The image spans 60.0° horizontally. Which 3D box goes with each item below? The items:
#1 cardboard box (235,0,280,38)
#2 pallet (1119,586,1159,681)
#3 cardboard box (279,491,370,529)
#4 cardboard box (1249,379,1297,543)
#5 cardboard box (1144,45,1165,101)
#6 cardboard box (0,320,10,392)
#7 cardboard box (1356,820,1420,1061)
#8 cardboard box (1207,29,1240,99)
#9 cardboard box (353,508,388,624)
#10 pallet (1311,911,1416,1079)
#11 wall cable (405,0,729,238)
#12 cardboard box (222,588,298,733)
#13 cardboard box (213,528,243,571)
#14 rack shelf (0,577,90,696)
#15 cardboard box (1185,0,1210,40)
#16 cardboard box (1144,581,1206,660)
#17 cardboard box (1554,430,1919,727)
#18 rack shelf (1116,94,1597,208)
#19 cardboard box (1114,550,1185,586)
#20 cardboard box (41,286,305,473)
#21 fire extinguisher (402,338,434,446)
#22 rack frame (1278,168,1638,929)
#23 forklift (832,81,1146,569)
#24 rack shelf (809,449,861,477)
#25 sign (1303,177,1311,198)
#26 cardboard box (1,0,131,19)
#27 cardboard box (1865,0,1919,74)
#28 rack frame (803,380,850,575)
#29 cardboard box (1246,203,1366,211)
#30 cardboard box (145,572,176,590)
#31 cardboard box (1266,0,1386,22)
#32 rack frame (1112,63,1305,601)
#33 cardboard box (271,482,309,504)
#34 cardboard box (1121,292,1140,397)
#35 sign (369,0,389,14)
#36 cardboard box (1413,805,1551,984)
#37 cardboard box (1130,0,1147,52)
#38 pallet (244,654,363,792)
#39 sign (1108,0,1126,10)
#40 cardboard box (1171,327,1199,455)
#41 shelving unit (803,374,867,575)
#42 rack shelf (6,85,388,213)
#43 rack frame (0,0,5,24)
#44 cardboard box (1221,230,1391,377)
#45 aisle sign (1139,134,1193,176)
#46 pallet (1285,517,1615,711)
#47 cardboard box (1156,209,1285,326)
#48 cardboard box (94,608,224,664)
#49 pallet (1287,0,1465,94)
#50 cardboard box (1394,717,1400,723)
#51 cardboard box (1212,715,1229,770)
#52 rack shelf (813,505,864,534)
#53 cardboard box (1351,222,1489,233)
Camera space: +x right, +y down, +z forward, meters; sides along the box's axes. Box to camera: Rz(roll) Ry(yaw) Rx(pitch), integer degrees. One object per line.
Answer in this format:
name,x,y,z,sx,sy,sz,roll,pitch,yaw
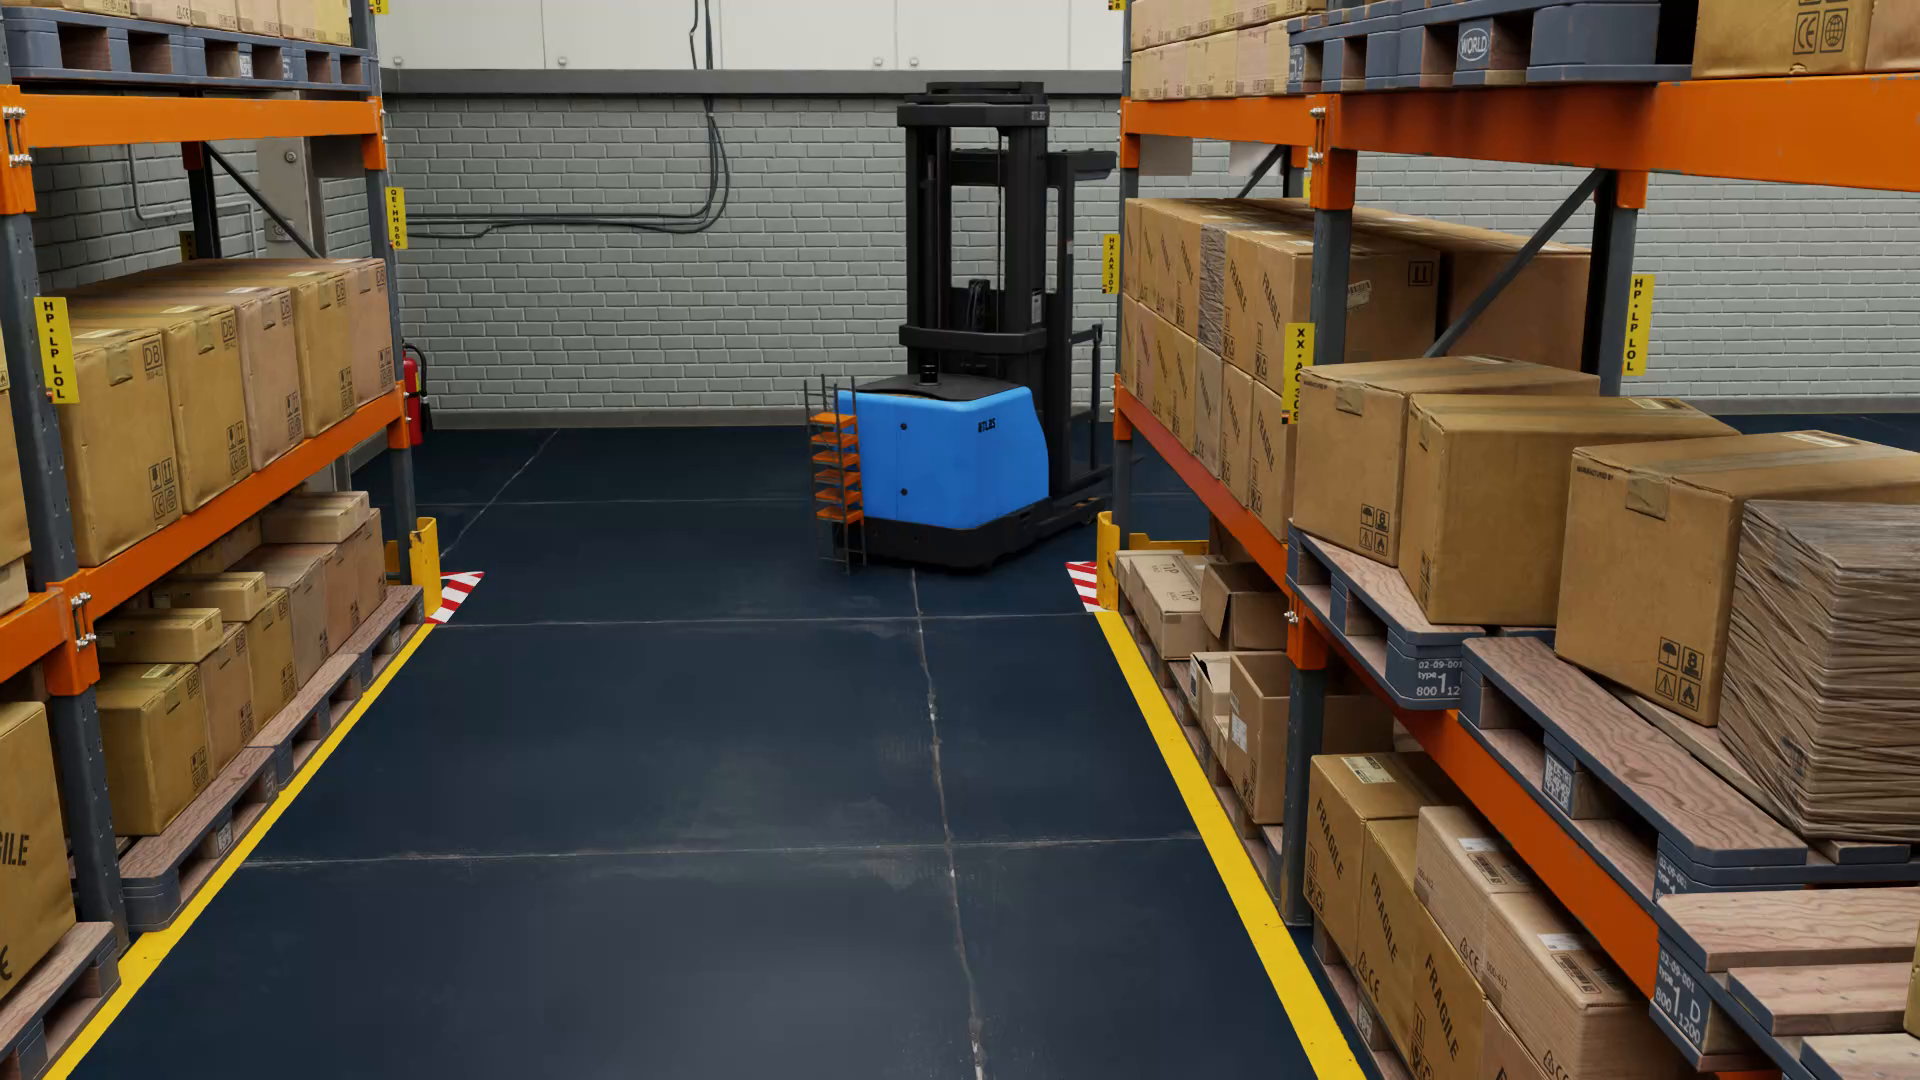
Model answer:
cardboard box,-3.181,-2.237,6.939,0.500,0.250,0.500,-1,14,-5
pallet,1.437,0.448,8.861,1.003,0.211,1.213,-1,14,-3
cardboard box,-3.229,-0.147,8.451,0.380,0.149,0.250,-1,14,-4
cardboard box,1.343,-0.293,5.946,0.500,0.500,0.500,-1,14,-3
cardboard box,1.178,-2.243,8.006,0.500,0.250,0.500,-1,14,-3
cardboard box,-3.030,-0.500,4.608,0.500,0.250,0.500,-1,14,-2
cardboard box,1.461,1.129,4.750,0.500,0.500,0.500,-1,14,-3
cardboard box,1.274,-1.870,6.557,0.500,0.250,0.500,-1,14,-3
cardboard box,-3.419,0.138,8.645,0.700,0.500,0.500,-1,14,-3
pallet,1.718,1.428,5.054,1.003,0.211,1.213,-1,14,-3
wall cable,-3.555,-3.856,14.184,3.097,2.526,0.112,-1,14,-3
cardboard box,-3.315,0.520,7.160,0.700,0.500,0.500,-1,14,-2
cardboard box,-3.562,0.047,7.696,0.380,0.149,0.250,-1,14,-3
rack shelf,-3.190,0.799,3.346,1.077,0.370,4.000,-1,14,-3
cardboard box,1.242,-2.237,6.978,0.500,0.250,0.500,-1,14,-3
cardboard box,1.195,0.387,8.136,0.500,0.250,0.500,-1,14,-3
cardboard box,1.801,0.062,3.722,0.700,0.500,0.500,-5,15,-18
rack shelf,1.506,-1.726,7.140,1.077,0.370,4.000,-1,14,-3
cardboard box,1.065,0.158,9.232,0.380,0.149,0.250,-1,14,-3
cardboard box,-3.426,-0.690,7.087,0.980,0.700,0.700,-2,15,-6
fire extinguisher,-3.110,-0.869,9.286,0.296,0.674,0.183,-1,14,-3
rack frame,1.630,-0.125,5.491,1.000,3.000,0.127,-1,14,-3
forklift,0.365,-1.563,11.217,1.130,2.935,3.031,8,17,29
rack shelf,-0.762,-0.470,10.121,0.258,0.103,0.180,8,22,30
sign,1.937,-1.837,9.188,0.100,0.325,0.005,-1,14,-3
cardboard box,-3.094,-1.855,5.454,0.500,0.250,0.500,-1,14,-4
cardboard box,1.786,-0.866,2.151,0.910,0.500,0.500,-1,14,-3
rack frame,-0.805,-0.372,10.071,0.240,1.200,0.006,8,22,30
cardboard box,1.716,-1.420,8.318,0.500,0.500,0.500,0,14,-2
cardboard box,-3.513,0.238,6.953,0.380,0.149,0.250,-1,14,-3
cardboard box,1.329,-1.864,5.527,0.500,0.250,0.500,-1,14,-3
rack frame,1.382,-1.119,9.357,1.000,3.000,0.127,-1,14,-3
cardboard box,-3.626,-0.204,8.673,0.380,0.149,0.250,-1,14,-3
cardboard box,1.147,-1.053,8.900,0.500,0.500,0.500,-1,14,-2
sign,-3.019,-2.890,8.601,0.100,0.325,0.005,-1,14,-3
cardboard box,1.479,0.883,4.205,0.500,0.250,0.500,-1,14,-3
cardboard box,1.154,-2.610,8.428,0.500,0.250,0.500,-1,14,-3
pallet,-3.362,0.809,7.459,1.003,0.211,1.213,-1,14,-3
sign,0.841,-2.987,8.842,0.100,0.325,0.005,-1,14,-3
cardboard box,1.241,-0.676,7.433,0.500,0.500,0.500,-1,14,-3
shelving unit,-0.759,-0.399,10.145,0.258,1.200,0.189,8,22,30
rack shelf,-3.438,-1.649,6.839,1.077,0.370,4.000,-1,14,-3
rack frame,-3.314,-2.953,4.443,1.000,3.000,0.127,-1,14,-3
cardboard box,1.306,-0.906,6.322,0.500,0.500,0.500,-1,14,-5
aisle sign,1.085,-2.391,9.082,0.394,0.787,0.004,-1,14,-3
pallet,1.571,0.169,4.736,1.003,0.211,1.213,-1,14,-3
cardboard box,1.213,-1.283,7.787,0.500,0.500,0.500,-1,14,-3
cardboard box,-3.097,0.370,6.439,0.380,0.149,0.250,0,14,-2
pallet,1.600,-1.323,4.506,1.213,0.211,1.003,-1,14,-3
cardboard box,1.756,0.712,7.043,0.380,0.166,0.250,-1,14,-3
cardboard box,1.228,0.813,6.684,0.380,0.149,0.250,-1,14,-3
rack shelf,-0.746,-0.130,10.235,0.258,0.103,0.180,8,22,30
cardboard box,1.818,-1.035,6.822,0.500,0.500,0.500,-1,14,-5
